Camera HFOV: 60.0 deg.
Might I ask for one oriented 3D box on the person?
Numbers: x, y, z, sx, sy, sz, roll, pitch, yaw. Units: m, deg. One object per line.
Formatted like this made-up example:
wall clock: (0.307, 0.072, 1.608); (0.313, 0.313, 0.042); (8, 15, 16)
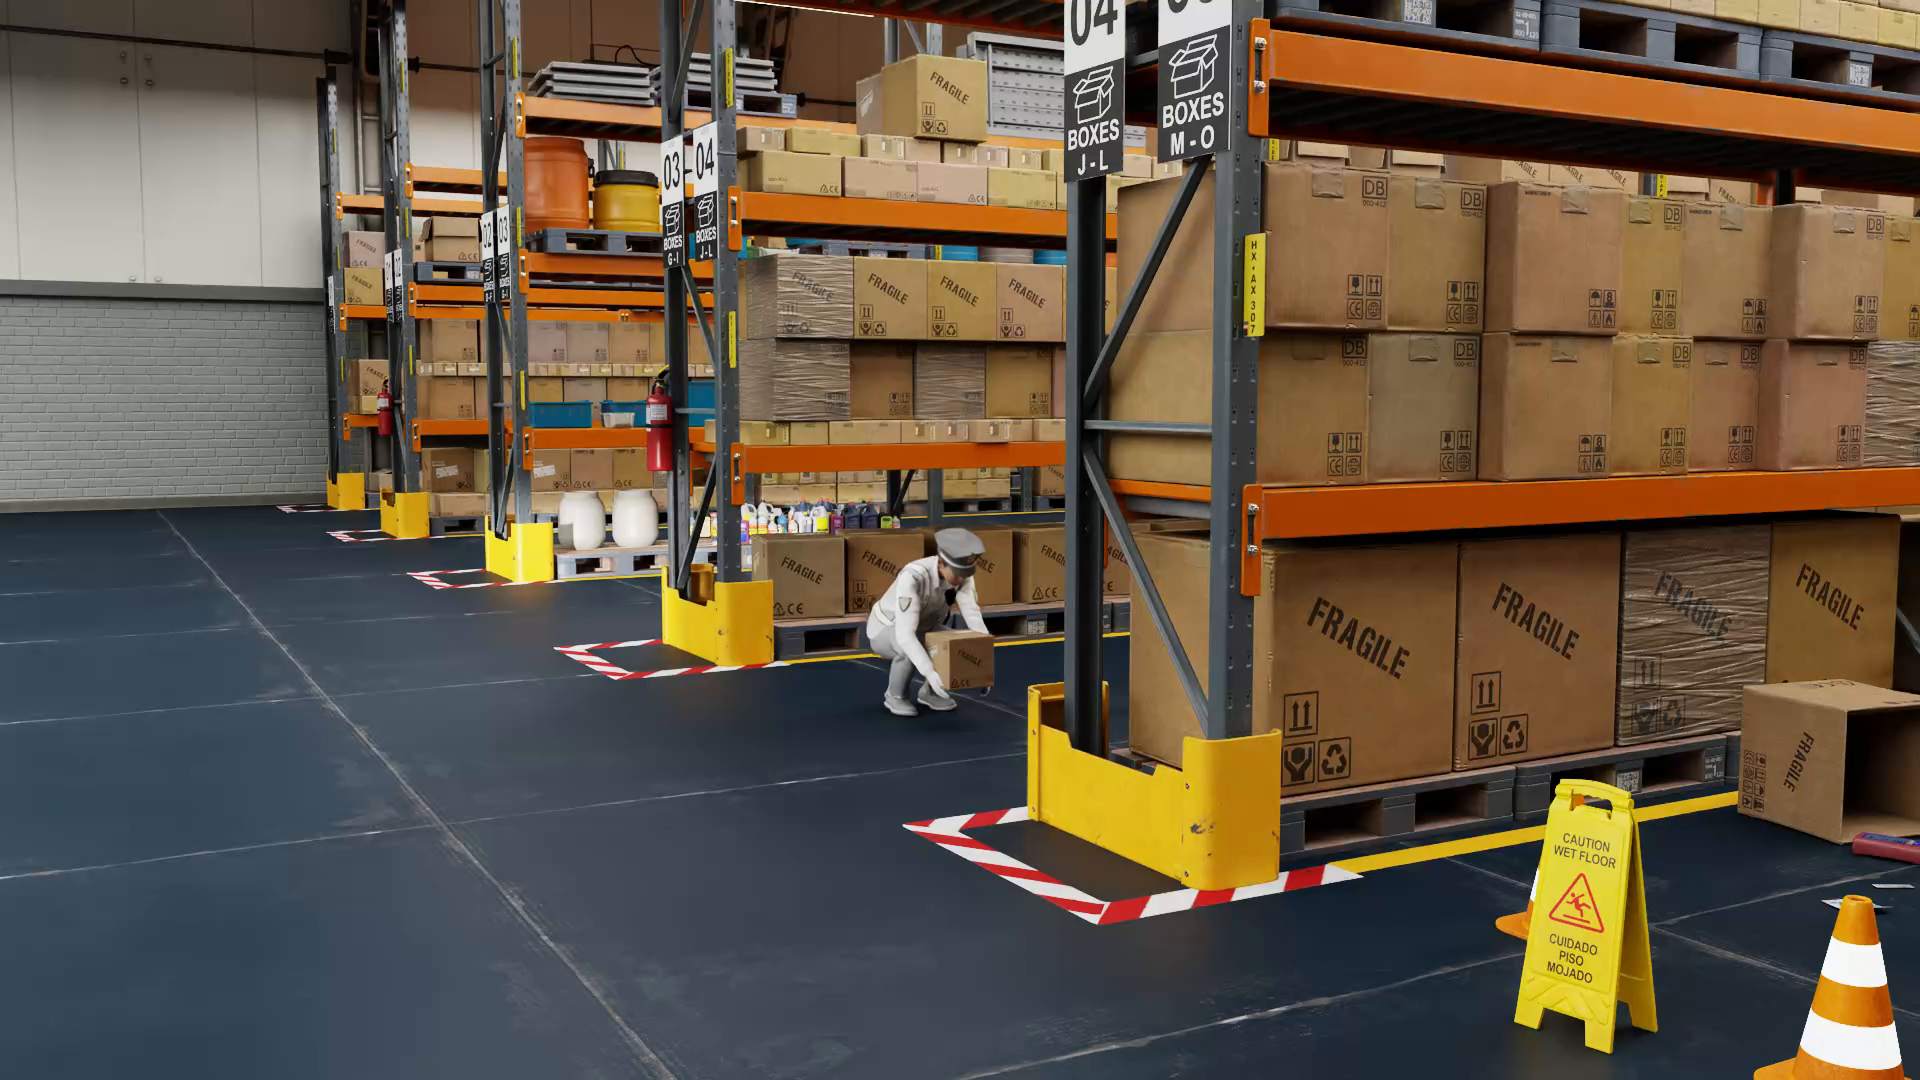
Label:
person: (-0.166, 0.412, 8.413); (0.499, 0.964, 0.822); (-3, 6, -29)
